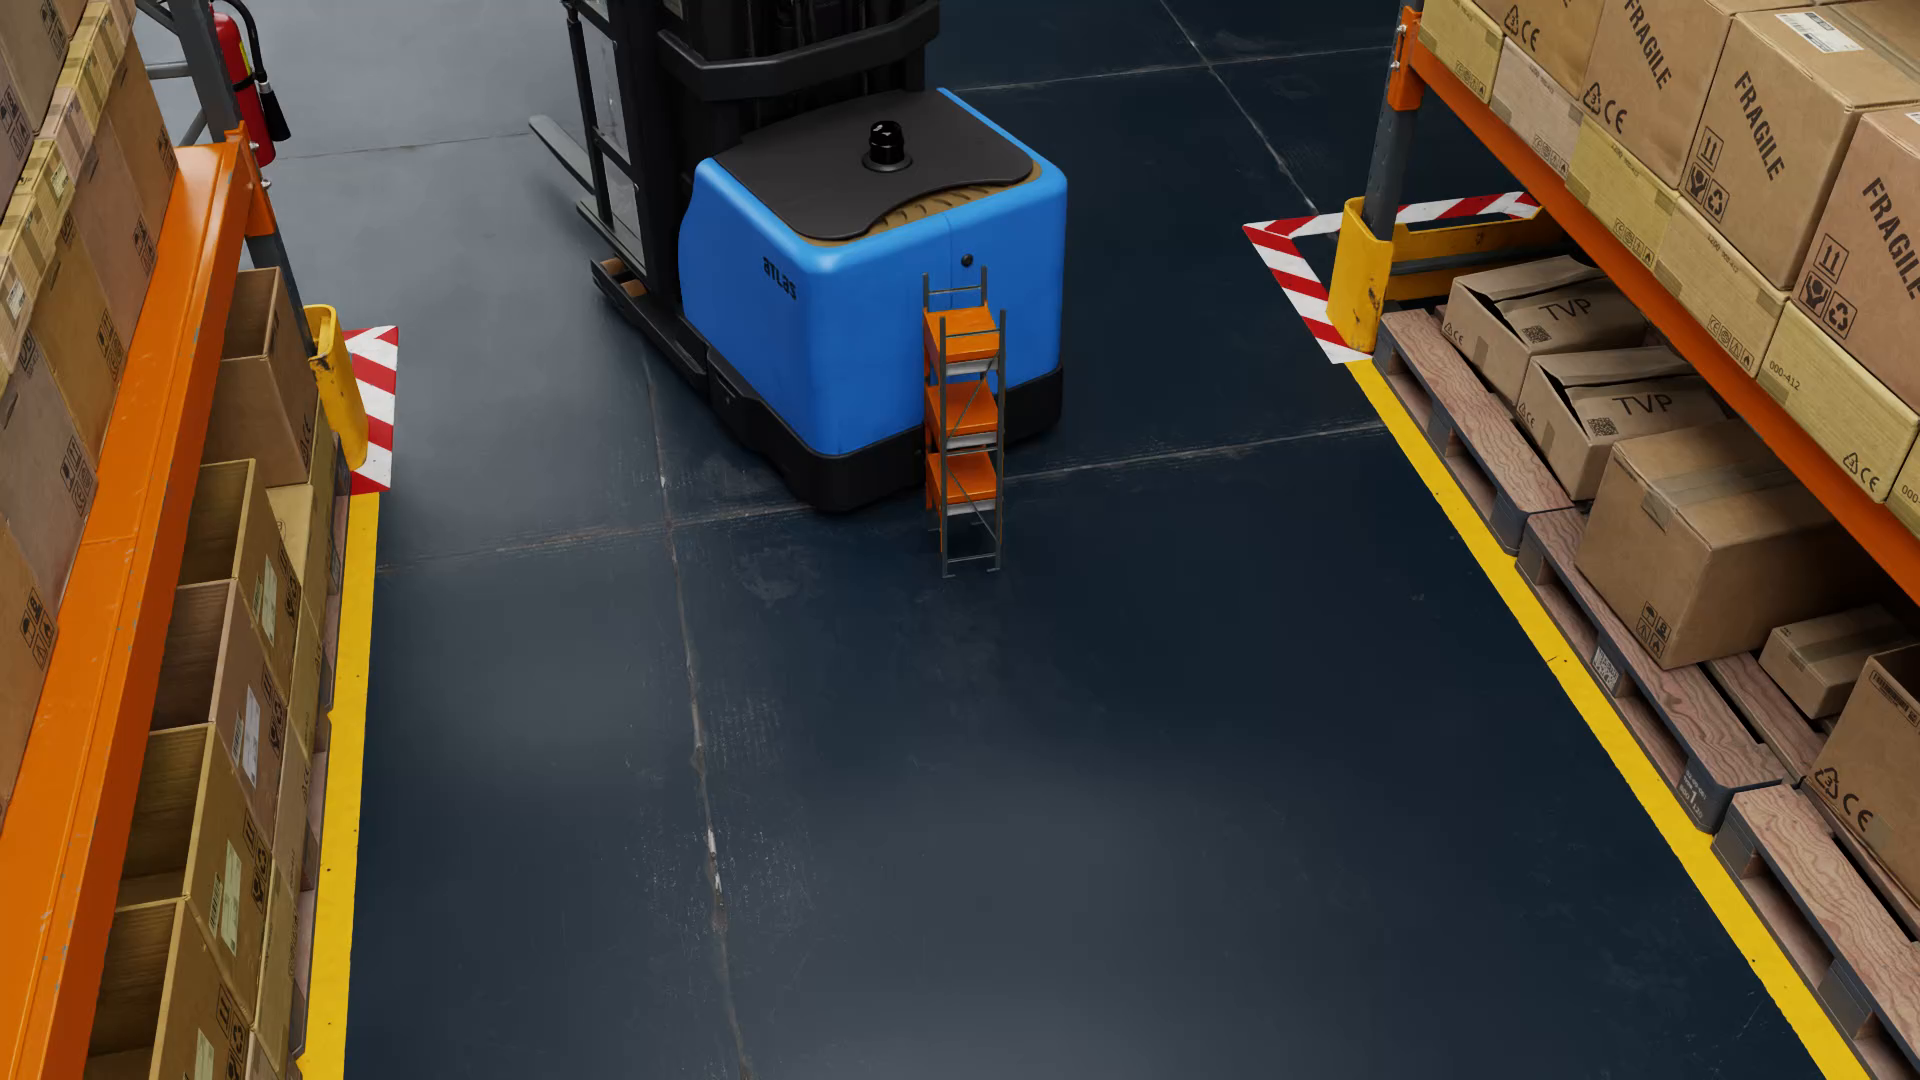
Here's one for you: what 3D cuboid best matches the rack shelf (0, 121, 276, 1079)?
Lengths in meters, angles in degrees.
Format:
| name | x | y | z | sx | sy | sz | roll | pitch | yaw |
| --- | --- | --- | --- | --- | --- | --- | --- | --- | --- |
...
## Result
| name | x | y | z | sx | sy | sz | roll | pitch | yaw |
| --- | --- | --- | --- | --- | --- | --- | --- | --- | --- |
| rack shelf | -2.330 | 0.177 | 3.832 | 1.077 | 0.370 | 4.000 | -8 | 42 | -9 |

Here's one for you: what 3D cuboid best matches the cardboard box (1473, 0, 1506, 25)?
| name | x | y | z | sx | sy | sz | roll | pitch | yaw |
| --- | --- | --- | --- | --- | --- | --- | --- | --- | --- |
| cardboard box | 1.884 | -1.980 | 5.254 | 0.500 | 0.500 | 0.500 | -8 | 42 | -9 |

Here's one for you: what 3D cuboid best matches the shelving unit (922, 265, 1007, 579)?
| name | x | y | z | sx | sy | sz | roll | pitch | yaw |
| --- | --- | --- | --- | --- | --- | --- | --- | --- | --- |
| shelving unit | 0.012 | -0.358 | 5.362 | 0.215 | 1.050 | 0.252 | -8 | 42 | -9 |

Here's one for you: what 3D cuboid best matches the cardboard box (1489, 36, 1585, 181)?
| name | x | y | z | sx | sy | sz | roll | pitch | yaw |
| --- | --- | --- | --- | --- | --- | --- | --- | --- | --- |
| cardboard box | 1.996 | -1.355 | 5.115 | 0.500 | 0.250 | 0.500 | -10 | 42 | -11 |

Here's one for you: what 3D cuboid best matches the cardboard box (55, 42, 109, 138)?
| name | x | y | z | sx | sy | sz | roll | pitch | yaw |
| --- | --- | --- | --- | --- | --- | --- | --- | --- | --- |
| cardboard box | -2.380 | -1.112 | 4.180 | 0.380 | 0.149 | 0.250 | -9 | 42 | -10 |

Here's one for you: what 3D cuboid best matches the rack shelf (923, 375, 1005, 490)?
| name | x | y | z | sx | sy | sz | roll | pitch | yaw |
| --- | --- | --- | --- | --- | --- | --- | --- | --- | --- |
| rack shelf | 0.012 | -0.350 | 5.369 | 0.215 | 0.259 | 0.240 | -8 | 42 | -9 |

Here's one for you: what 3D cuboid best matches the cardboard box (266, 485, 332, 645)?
| name | x | y | z | sx | sy | sz | roll | pitch | yaw |
| --- | --- | --- | --- | --- | --- | --- | --- | --- | --- |
| cardboard box | -2.238 | 0.111 | 5.120 | 0.500 | 0.250 | 0.500 | -8 | 42 | -9 |

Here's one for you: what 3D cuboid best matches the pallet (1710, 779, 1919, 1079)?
| name | x | y | z | sx | sy | sz | roll | pitch | yaw |
| --- | --- | --- | --- | --- | --- | --- | --- | --- | --- |
| pallet | 2.759 | 1.105 | 4.346 | 1.003 | 0.211 | 1.213 | -8 | 42 | -9 |

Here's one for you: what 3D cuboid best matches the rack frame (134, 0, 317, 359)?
| name | x | y | z | sx | sy | sz | roll | pitch | yaw |
| --- | --- | --- | --- | --- | --- | --- | --- | --- | --- |
| rack frame | -2.762 | -1.388 | 5.054 | 1.000 | 3.000 | 0.127 | -8 | 42 | -9 |

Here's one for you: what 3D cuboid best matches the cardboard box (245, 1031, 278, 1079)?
| name | x | y | z | sx | sy | sz | roll | pitch | yaw |
| --- | --- | --- | --- | --- | --- | --- | --- | --- | --- |
| cardboard box | -1.805 | 1.407 | 3.660 | 0.500 | 0.250 | 0.500 | -8 | 42 | -9 |

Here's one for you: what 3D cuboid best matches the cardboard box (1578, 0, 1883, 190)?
| name | x | y | z | sx | sy | sz | roll | pitch | yaw |
| --- | --- | --- | --- | --- | --- | --- | --- | --- | --- |
| cardboard box | 2.087 | -1.322 | 4.513 | 0.500 | 0.500 | 0.500 | -10 | 42 | -11 |

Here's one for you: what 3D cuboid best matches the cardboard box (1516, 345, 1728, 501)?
| name | x | y | z | sx | sy | sz | roll | pitch | yaw |
| --- | --- | --- | --- | --- | --- | --- | --- | --- | --- |
| cardboard box | 2.259 | -0.428 | 5.667 | 0.500 | 0.311 | 0.500 | -5 | 42 | -6 |

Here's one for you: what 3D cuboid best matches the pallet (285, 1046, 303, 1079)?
| name | x | y | z | sx | sy | sz | roll | pitch | yaw |
| --- | --- | --- | --- | --- | --- | --- | --- | --- | --- |
| pallet | -2.029 | 1.726 | 3.646 | 1.003 | 0.211 | 1.213 | -8 | 42 | -9 |

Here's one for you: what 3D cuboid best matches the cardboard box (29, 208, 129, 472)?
| name | x | y | z | sx | sy | sz | roll | pitch | yaw |
| --- | --- | --- | --- | --- | --- | --- | --- | --- | --- |
| cardboard box | -2.454 | -0.459 | 3.932 | 0.700 | 0.500 | 0.500 | -8 | 42 | -9 |

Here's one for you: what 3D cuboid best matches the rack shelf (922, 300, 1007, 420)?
| name | x | y | z | sx | sy | sz | roll | pitch | yaw |
| --- | --- | --- | --- | --- | --- | --- | --- | --- | --- |
| rack shelf | 0.012 | -0.562 | 5.181 | 0.215 | 0.259 | 0.240 | -8 | 42 | -9 |

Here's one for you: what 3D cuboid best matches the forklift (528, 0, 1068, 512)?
| name | x | y | z | sx | sy | sz | roll | pitch | yaw |
| --- | --- | --- | --- | --- | --- | --- | --- | --- | --- |
| forklift | -0.856 | -2.141 | 5.955 | 1.130 | 2.935 | 3.031 | -24 | 47 | -24 |

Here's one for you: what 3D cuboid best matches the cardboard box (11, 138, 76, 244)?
| name | x | y | z | sx | sy | sz | roll | pitch | yaw |
| --- | --- | --- | --- | --- | --- | --- | --- | --- | --- |
| cardboard box | -2.271 | -0.779 | 3.804 | 0.380 | 0.149 | 0.250 | -7 | 42 | -8 |

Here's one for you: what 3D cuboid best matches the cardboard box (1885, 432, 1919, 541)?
| name | x | y | z | sx | sy | sz | roll | pitch | yaw |
| --- | --- | --- | --- | --- | --- | --- | --- | --- | --- |
| cardboard box | 2.440 | -0.047 | 3.641 | 0.500 | 0.250 | 0.500 | -8 | 42 | -9 |

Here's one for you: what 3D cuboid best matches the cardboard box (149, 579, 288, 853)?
| name | x | y | z | sx | sy | sz | roll | pitch | yaw |
| --- | --- | --- | --- | --- | --- | --- | --- | --- | --- |
| cardboard box | -2.018 | 0.478 | 4.142 | 0.500 | 0.500 | 0.500 | -8 | 42 | -9 |

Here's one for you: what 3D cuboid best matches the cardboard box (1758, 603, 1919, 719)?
| name | x | y | z | sx | sy | sz | roll | pitch | yaw |
| --- | --- | --- | --- | --- | --- | --- | --- | --- | --- |
| cardboard box | 2.612 | 0.355 | 4.907 | 0.380 | 0.149 | 0.250 | -12 | 43 | -13 |

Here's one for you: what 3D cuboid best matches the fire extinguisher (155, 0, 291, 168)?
| name | x | y | z | sx | sy | sz | roll | pitch | yaw |
| --- | --- | --- | --- | --- | --- | --- | --- | --- | --- |
| fire extinguisher | -2.333 | -1.502 | 5.241 | 0.296 | 0.674 | 0.183 | -8 | 42 | -9 |

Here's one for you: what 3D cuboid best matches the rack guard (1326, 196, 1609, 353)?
| name | x | y | z | sx | sy | sz | roll | pitch | yaw |
| --- | --- | --- | --- | --- | --- | --- | --- | --- | --- |
| rack guard | 2.091 | -1.116 | 6.631 | 1.175 | 0.500 | 0.348 | -8 | 42 | -9 |

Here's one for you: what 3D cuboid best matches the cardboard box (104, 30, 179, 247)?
| name | x | y | z | sx | sy | sz | roll | pitch | yaw |
| --- | --- | --- | --- | --- | --- | --- | --- | --- | --- |
| cardboard box | -2.673 | -1.121 | 4.678 | 0.700 | 0.500 | 0.500 | -8 | 42 | -9 |

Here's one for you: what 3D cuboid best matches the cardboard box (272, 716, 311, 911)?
| name | x | y | z | sx | sy | sz | roll | pitch | yaw |
| --- | --- | --- | --- | --- | --- | --- | --- | --- | --- |
| cardboard box | -2.022 | 0.759 | 4.390 | 0.500 | 0.250 | 0.500 | -8 | 42 | -9 |

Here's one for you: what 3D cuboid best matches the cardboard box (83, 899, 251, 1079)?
| name | x | y | z | sx | sy | sz | roll | pitch | yaw |
| --- | --- | --- | --- | --- | --- | --- | --- | --- | --- |
| cardboard box | -1.808 | 1.127 | 3.411 | 0.500 | 0.500 | 0.500 | -8 | 42 | -9 |

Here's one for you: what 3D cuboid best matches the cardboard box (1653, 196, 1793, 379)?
| name | x | y | z | sx | sy | sz | roll | pitch | yaw |
| --- | --- | --- | --- | --- | --- | --- | --- | --- | --- |
| cardboard box | 2.207 | -0.696 | 4.373 | 0.500 | 0.250 | 0.500 | -8 | 42 | -9 |

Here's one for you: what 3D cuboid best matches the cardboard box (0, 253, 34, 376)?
| name | x | y | z | sx | sy | sz | roll | pitch | yaw |
| --- | --- | --- | --- | --- | --- | --- | --- | --- | --- |
| cardboard box | -2.156 | -0.442 | 3.425 | 0.380 | 0.149 | 0.250 | -9 | 42 | -10 |

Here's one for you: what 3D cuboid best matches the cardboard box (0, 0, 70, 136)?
| name | x | y | z | sx | sy | sz | roll | pitch | yaw |
| --- | --- | --- | --- | --- | --- | --- | --- | --- | --- |
| cardboard box | -2.543 | -1.232 | 3.825 | 0.700 | 0.500 | 0.500 | -9 | 42 | -10 |

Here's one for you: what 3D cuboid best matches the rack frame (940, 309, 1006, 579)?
| name | x | y | z | sx | sy | sz | roll | pitch | yaw |
| --- | --- | --- | --- | --- | --- | --- | --- | --- | --- |
| rack frame | 0.038 | -0.279 | 5.273 | 0.200 | 1.050 | 0.008 | -8 | 42 | -9 |

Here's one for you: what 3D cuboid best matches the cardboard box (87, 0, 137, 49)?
| name | x | y | z | sx | sy | sz | roll | pitch | yaw |
| --- | --- | --- | --- | --- | --- | --- | --- | --- | --- |
| cardboard box | -2.493 | -1.448 | 4.557 | 0.380 | 0.149 | 0.250 | -9 | 42 | -10 |

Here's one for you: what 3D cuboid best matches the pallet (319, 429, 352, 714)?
| name | x | y | z | sx | sy | sz | roll | pitch | yaw |
| --- | --- | --- | --- | --- | --- | --- | --- | --- | --- |
| pallet | -2.556 | 0.144 | 5.428 | 1.003 | 0.211 | 1.213 | -8 | 42 | -9 |

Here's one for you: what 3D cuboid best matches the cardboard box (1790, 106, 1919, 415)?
| name | x | y | z | sx | sy | sz | roll | pitch | yaw |
| --- | --- | --- | --- | --- | --- | --- | --- | --- | --- |
| cardboard box | 2.322 | -0.652 | 3.758 | 0.500 | 0.500 | 0.500 | -9 | 42 | -11 |

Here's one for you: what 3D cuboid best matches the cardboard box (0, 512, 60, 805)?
| name | x | y | z | sx | sy | sz | roll | pitch | yaw |
| --- | --- | --- | --- | --- | --- | --- | --- | --- | --- |
| cardboard box | -2.225 | 0.214 | 3.174 | 0.700 | 0.500 | 0.500 | -8 | 42 | -9 |

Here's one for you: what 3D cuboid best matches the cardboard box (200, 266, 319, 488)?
| name | x | y | z | sx | sy | sz | roll | pitch | yaw |
| --- | --- | --- | --- | --- | --- | --- | --- | --- | --- |
| cardboard box | -2.355 | -0.492 | 5.235 | 0.500 | 0.500 | 0.500 | -8 | 42 | -9 |
